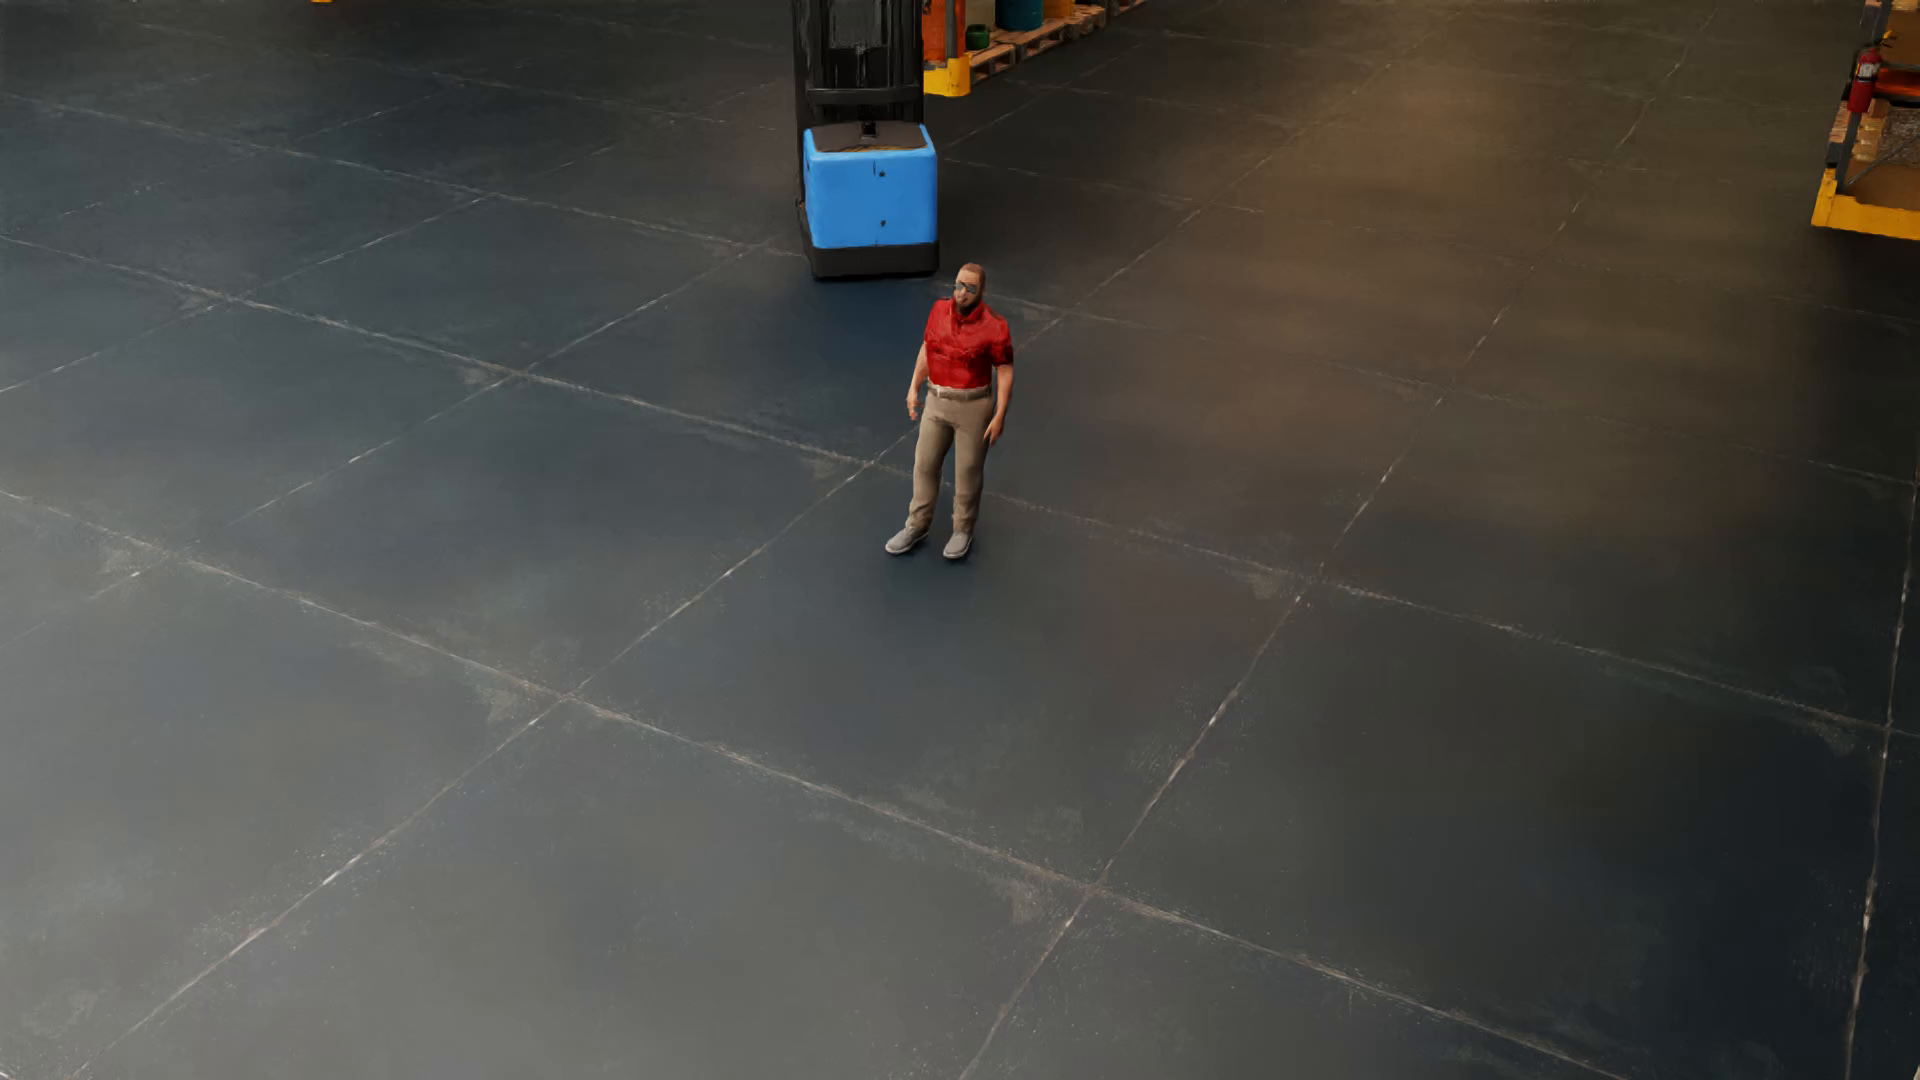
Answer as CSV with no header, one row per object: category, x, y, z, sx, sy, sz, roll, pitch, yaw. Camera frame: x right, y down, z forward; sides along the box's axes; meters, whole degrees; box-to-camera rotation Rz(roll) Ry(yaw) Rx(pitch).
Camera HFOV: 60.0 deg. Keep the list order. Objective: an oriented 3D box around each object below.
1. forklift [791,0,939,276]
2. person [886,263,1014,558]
forklift,-0.894,-4.144,14.250,1.130,2.935,3.031,-4,30,-7
person,-0.054,-0.719,9.504,0.640,1.727,0.550,15,33,25
